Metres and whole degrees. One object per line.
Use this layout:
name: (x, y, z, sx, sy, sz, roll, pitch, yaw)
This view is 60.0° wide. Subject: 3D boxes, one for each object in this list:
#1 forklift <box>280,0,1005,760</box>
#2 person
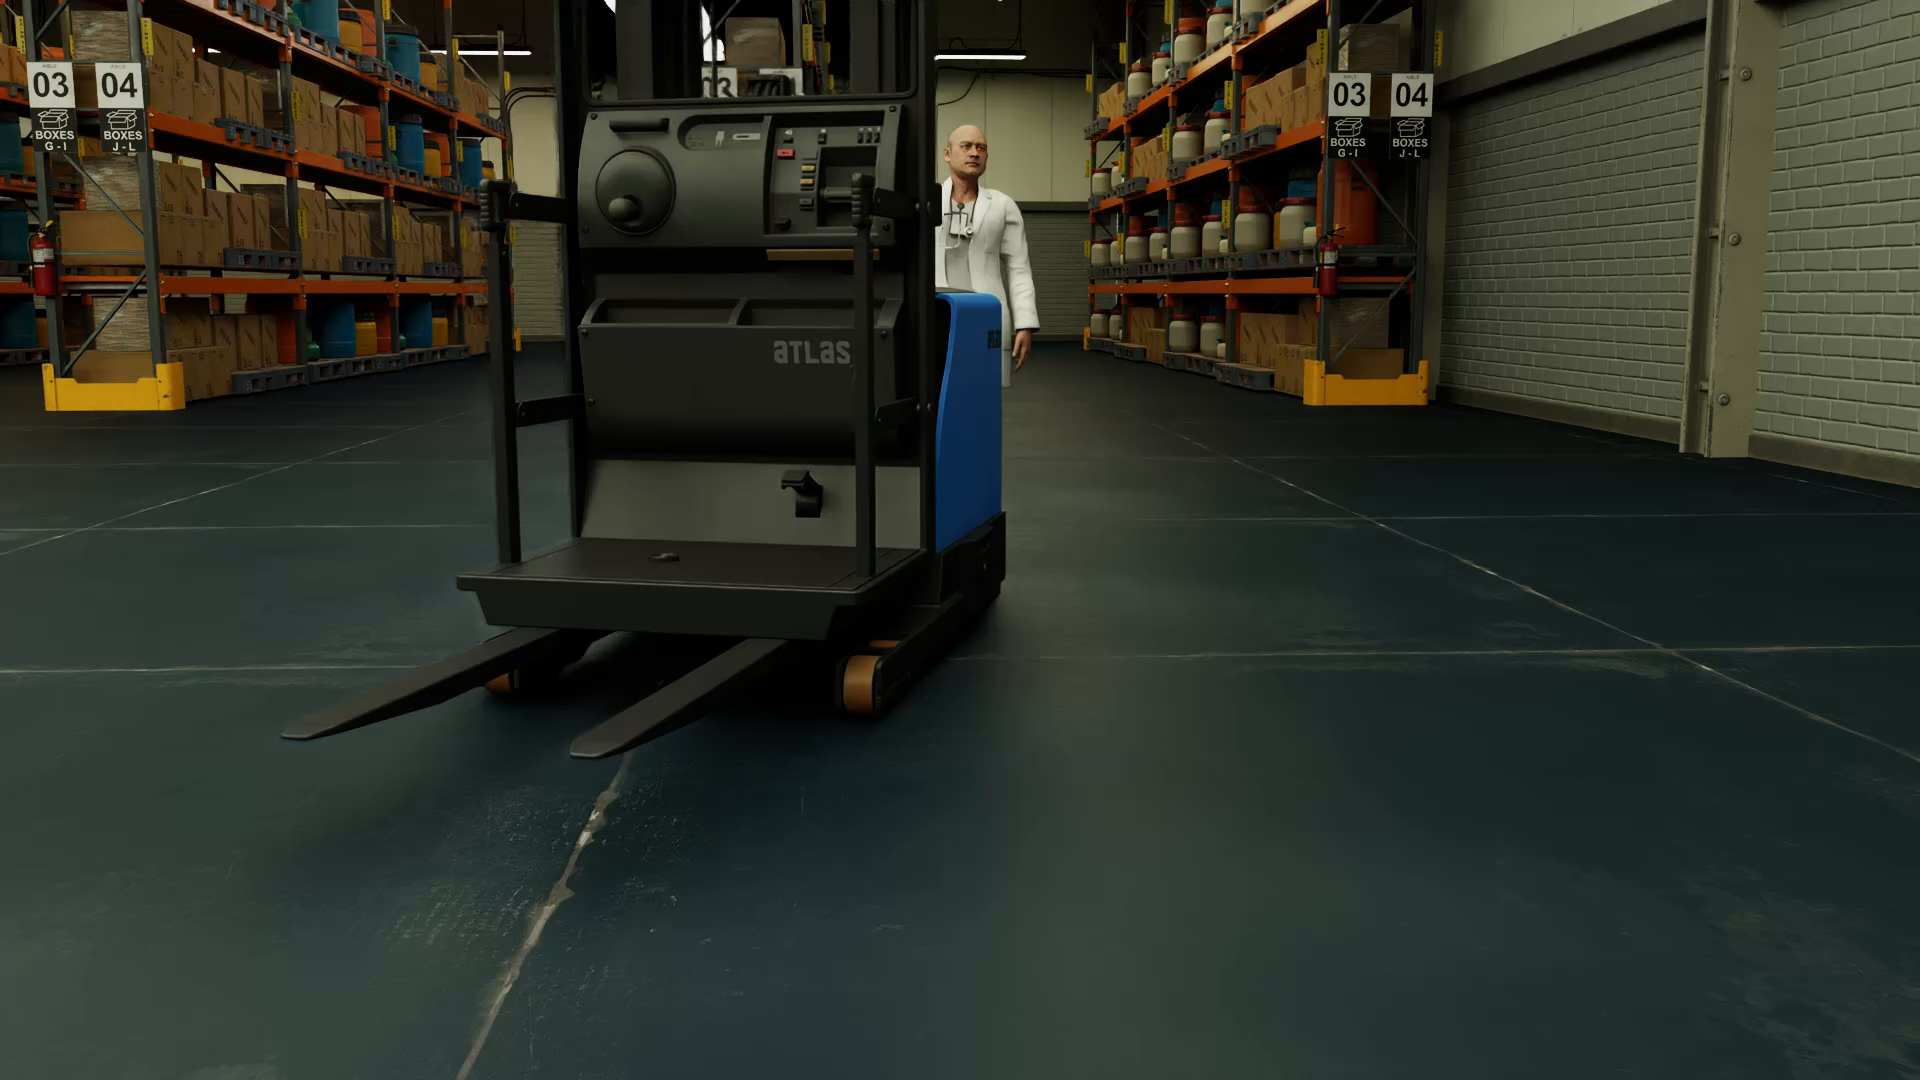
forklift: (-0.664, -1.055, 4.435, 1.130, 2.935, 3.031, 2, 9, 13)
person: (0.002, -0.873, 7.088, 0.698, 1.777, 0.578, -1, 8, -4)
